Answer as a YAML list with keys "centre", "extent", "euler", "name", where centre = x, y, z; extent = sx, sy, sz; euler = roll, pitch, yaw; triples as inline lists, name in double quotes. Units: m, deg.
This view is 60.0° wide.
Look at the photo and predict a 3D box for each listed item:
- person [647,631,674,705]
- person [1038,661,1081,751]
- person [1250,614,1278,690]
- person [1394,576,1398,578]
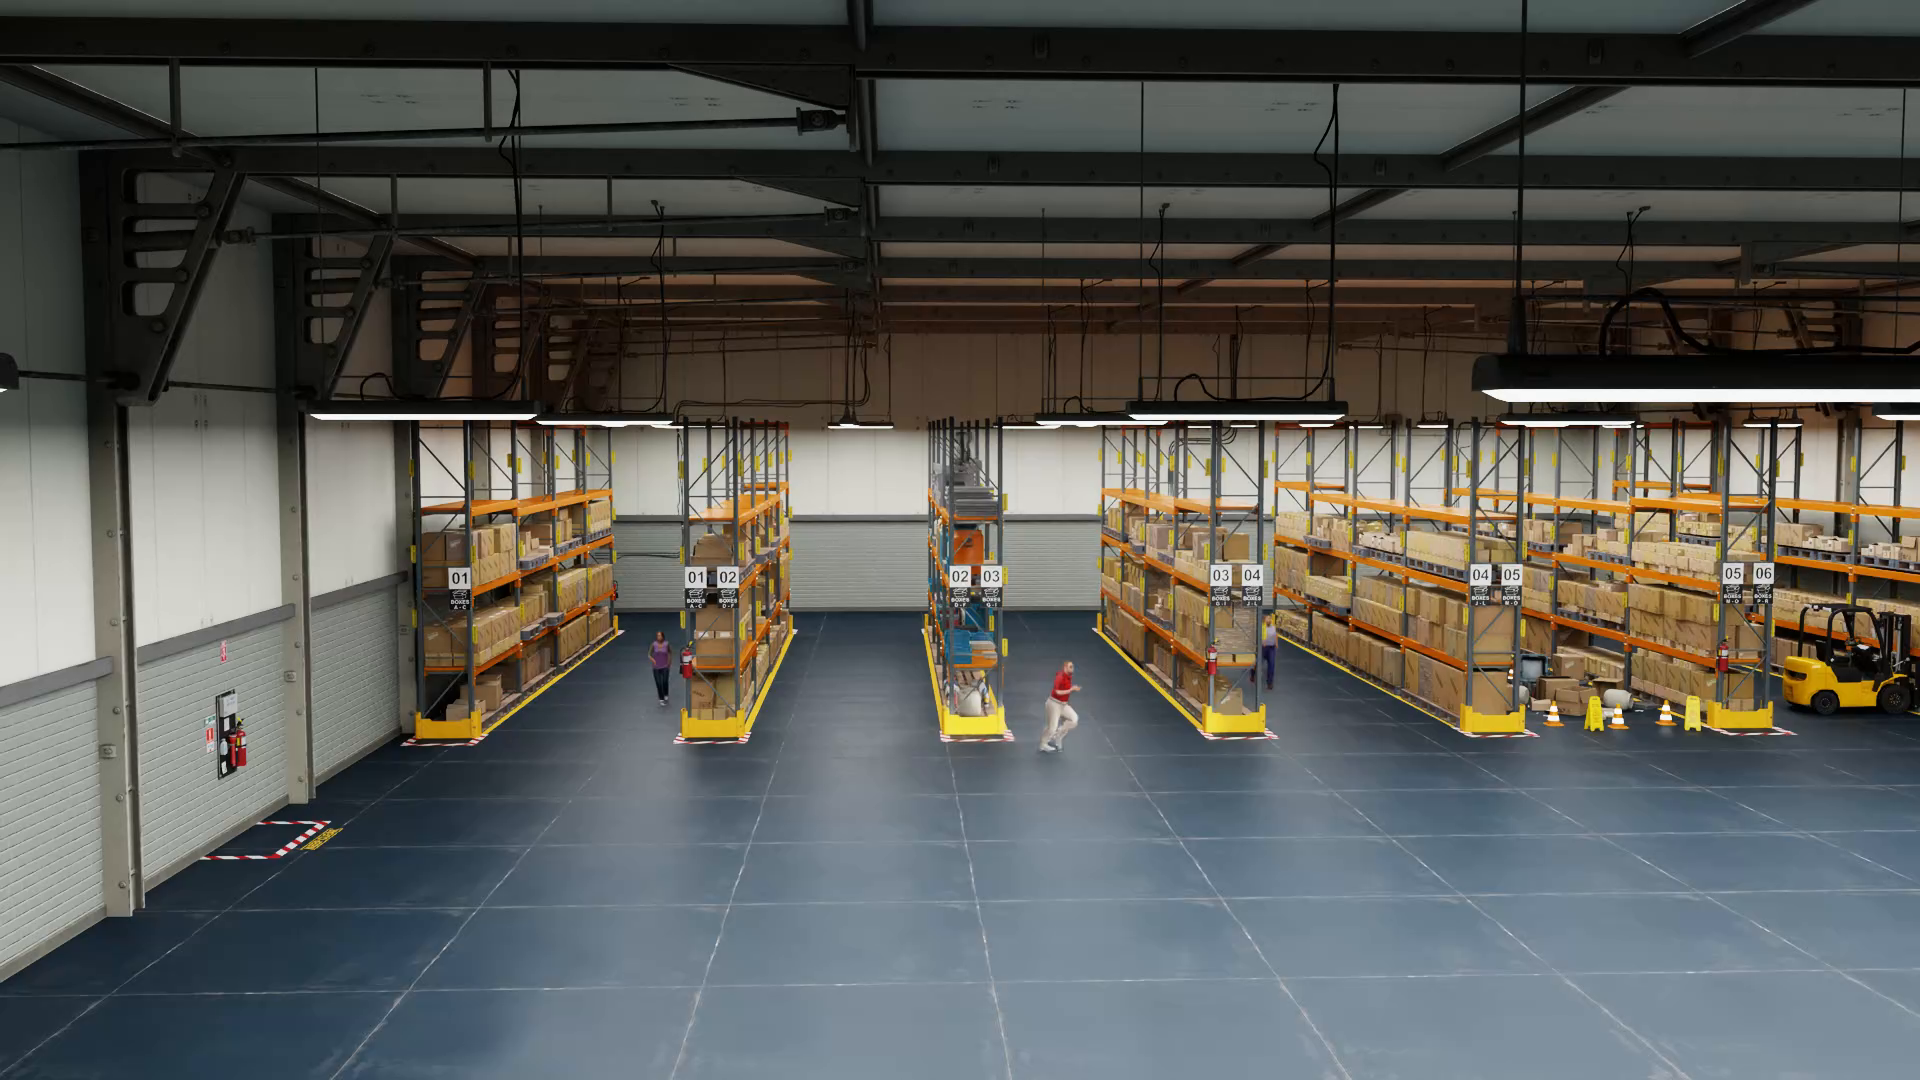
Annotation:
- centre: [-6.240, 2.671, 34.647]
  extent: [0.533, 1.559, 0.576]
  euler: [0, 4, -7]
  name: "person"
- centre: [1.787, 2.950, 29.531]
  extent: [0.869, 1.643, 0.641]
  euler: [2, 4, 31]
  name: "person"
- centre: [6.850, 2.479, 37.168]
  extent: [0.643, 1.641, 0.959]
  euler: [-1, 4, -12]
  name: "person"
- centre: [11.909, 1.884, 45.418]
  extent: [0.630, 1.811, 0.827]
  euler: [-1, 4, -14]
  name: "person"
